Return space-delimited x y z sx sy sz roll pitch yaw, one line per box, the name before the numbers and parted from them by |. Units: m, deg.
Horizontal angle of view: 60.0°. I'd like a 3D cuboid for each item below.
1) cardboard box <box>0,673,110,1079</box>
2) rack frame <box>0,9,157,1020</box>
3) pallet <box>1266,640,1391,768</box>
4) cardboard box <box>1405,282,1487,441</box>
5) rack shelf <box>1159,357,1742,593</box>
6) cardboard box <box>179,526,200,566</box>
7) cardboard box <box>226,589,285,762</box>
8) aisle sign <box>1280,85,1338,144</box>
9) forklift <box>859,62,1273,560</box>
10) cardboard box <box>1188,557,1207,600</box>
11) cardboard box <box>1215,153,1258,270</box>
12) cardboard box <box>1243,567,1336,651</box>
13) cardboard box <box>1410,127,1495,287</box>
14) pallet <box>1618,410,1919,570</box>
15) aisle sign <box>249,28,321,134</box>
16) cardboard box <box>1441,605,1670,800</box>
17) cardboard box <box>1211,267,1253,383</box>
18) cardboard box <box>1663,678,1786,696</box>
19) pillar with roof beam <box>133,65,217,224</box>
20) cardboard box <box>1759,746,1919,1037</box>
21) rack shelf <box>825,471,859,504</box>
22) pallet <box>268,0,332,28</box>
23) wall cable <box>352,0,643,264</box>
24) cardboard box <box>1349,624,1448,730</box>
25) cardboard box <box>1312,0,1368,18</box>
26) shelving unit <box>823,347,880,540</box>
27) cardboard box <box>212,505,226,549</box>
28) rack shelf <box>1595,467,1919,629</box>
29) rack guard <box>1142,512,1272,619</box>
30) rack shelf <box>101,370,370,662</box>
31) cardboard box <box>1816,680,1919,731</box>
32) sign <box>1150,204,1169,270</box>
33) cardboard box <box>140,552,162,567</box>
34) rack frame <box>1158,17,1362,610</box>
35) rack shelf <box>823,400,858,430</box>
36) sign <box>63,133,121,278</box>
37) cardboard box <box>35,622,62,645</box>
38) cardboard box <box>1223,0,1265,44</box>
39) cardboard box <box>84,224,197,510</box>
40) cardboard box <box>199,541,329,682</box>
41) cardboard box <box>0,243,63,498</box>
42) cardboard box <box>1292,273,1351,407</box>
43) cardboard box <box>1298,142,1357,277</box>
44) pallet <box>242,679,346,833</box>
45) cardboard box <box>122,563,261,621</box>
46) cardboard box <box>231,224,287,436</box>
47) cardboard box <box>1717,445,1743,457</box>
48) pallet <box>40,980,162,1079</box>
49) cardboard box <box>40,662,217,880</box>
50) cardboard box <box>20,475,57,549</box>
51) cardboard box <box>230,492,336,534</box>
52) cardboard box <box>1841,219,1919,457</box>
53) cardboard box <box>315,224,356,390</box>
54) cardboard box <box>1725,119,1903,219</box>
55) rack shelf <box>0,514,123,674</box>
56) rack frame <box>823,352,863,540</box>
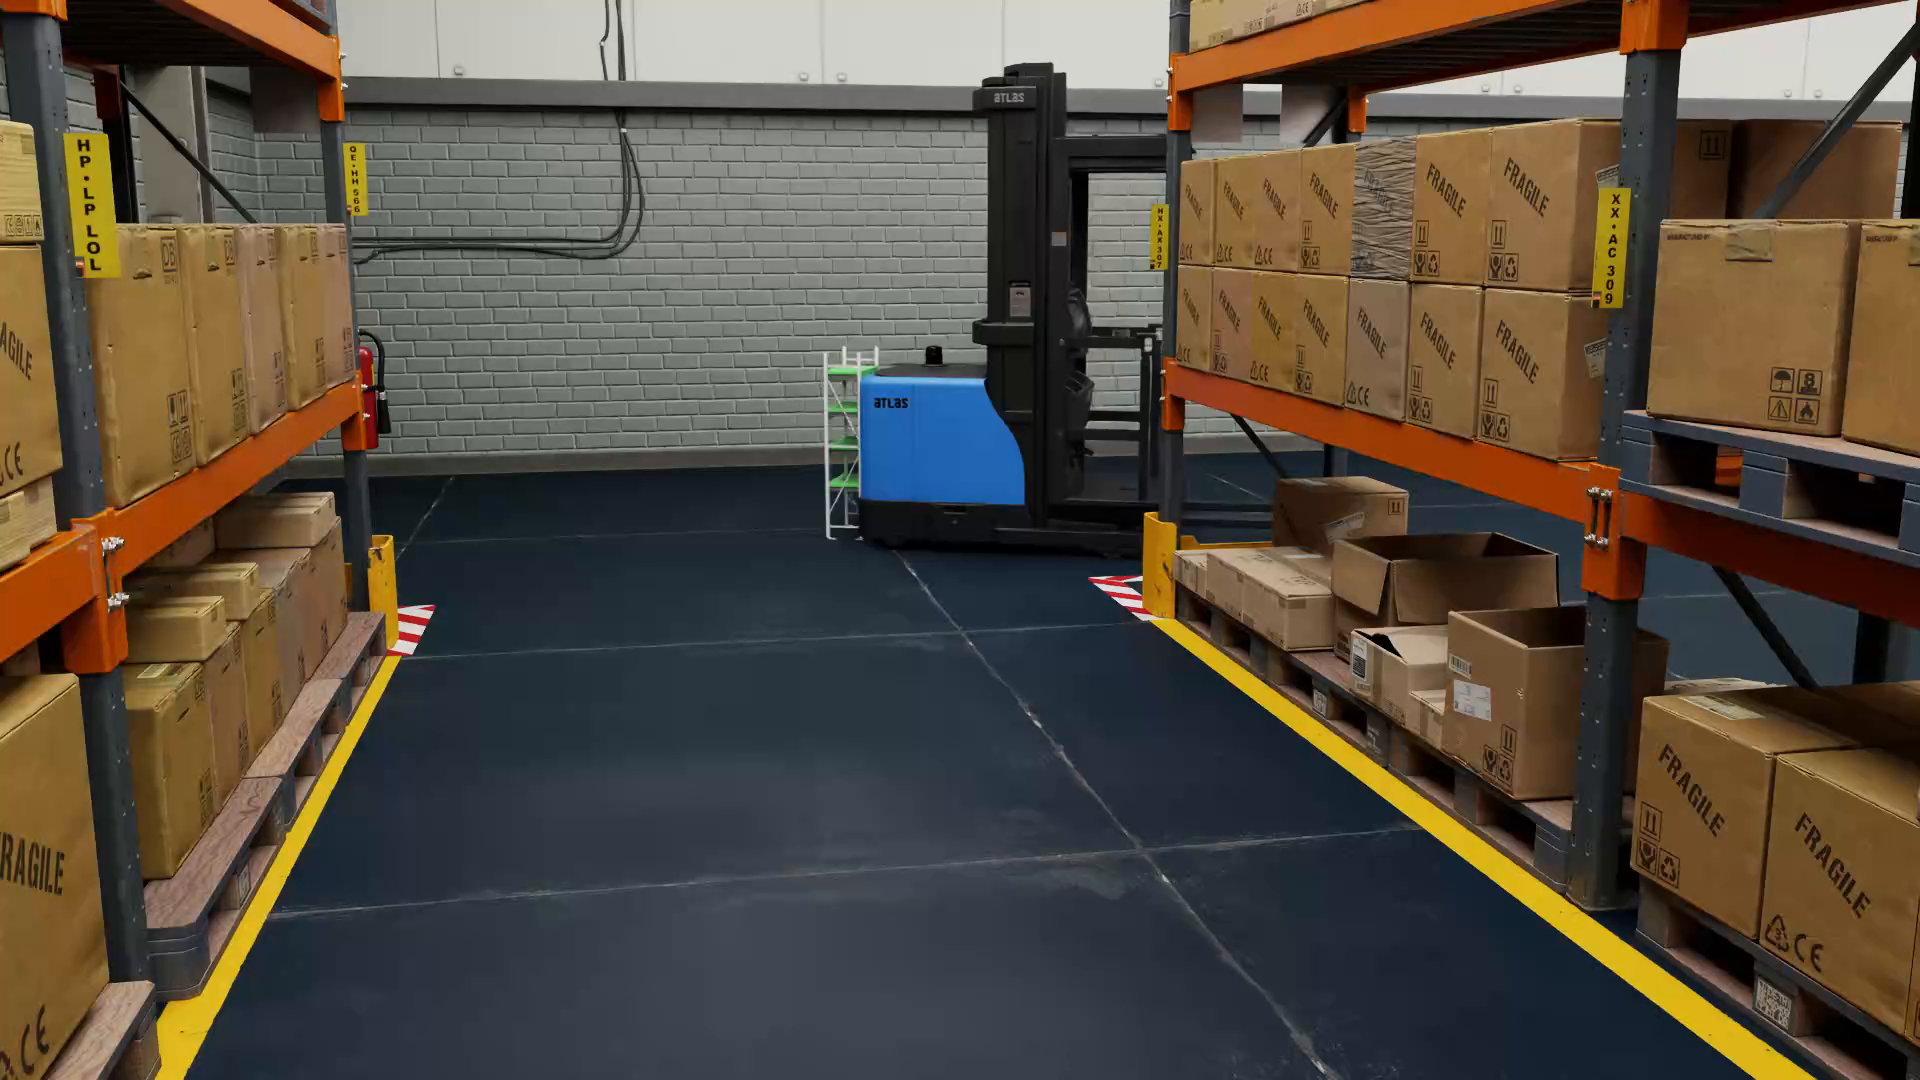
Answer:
cardboard box | -2.279 0.747 3.378 0.750 0.750 0.750 -2 11 -10
rack frame | -2.533 -0.218 3.818 1.000 3.000 0.127 -2 11 -11
pallet | 1.952 0.621 6.869 1.003 0.211 1.213 -2 11 -11
cardboard box | 1.875 -0.625 5.688 0.500 0.500 0.500 -2 11 -9
rack shelf | 1.936 -0.412 6.763 1.077 0.370 4.000 -2 11 -11
cardboard box | -3.099 0.046 6.259 0.380 0.149 0.250 -2 11 -10
cardboard box | -2.770 0.477 5.732 0.700 0.500 0.500 -2 11 -10
aisle sign | 1.835 -2.433 8.504 0.394 0.787 0.004 -2 11 -11
forklift | 0.933 -1.428 10.361 3.031 2.935 1.130 2 11 10
cardboard box | 1.340 0.179 8.136 0.380 0.166 0.250 -2 11 -11
cardboard box | 1.484 -1.486 7.539 0.500 0.500 0.500 -2 11 -10
cardboard box | 1.570 0.296 7.297 0.500 0.250 0.500 -2 11 -11
cardboard box | 1.871 -1.116 5.596 0.500 0.500 0.500 -2 11 -12
pallet | 2.374 -0.154 3.995 1.003 0.211 1.213 -2 11 -11
aisle sign | -3.031 -2.253 7.556 0.394 0.787 0.004 -2 11 -11
cardboard box | 1.936 0.519 5.455 0.500 0.500 0.500 -2 11 -11
cardboard box | 1.481 -0.996 7.639 0.500 0.500 0.500 -2 11 -12
cardboard box | 2.456 0.621 5.424 0.500 0.311 0.500 -2 11 -11
pillar with roof beam | -0.462 -4.519 10.370 9.100 9.000 0.400 -2 11 -11
cardboard box | 2.295 0.808 3.936 0.500 0.500 0.500 -2 11 -10
rack shelf | -0.699 -0.339 10.894 0.258 0.148 0.480 2 11 10
pallet | -3.156 -2.246 6.687 1.003 0.211 1.213 -2 11 -11
wall cable | -4.060 -3.423 12.920 3.097 2.526 0.112 -2 11 -11
cardboard box | 1.791 0.474 6.196 0.500 0.311 0.500 -2 11 -11
cardboard box | 1.685 -2.153 6.366 0.500 0.250 0.500 -2 11 -11
shelving unit | -0.700 -0.638 10.837 0.258 1.200 0.503 2 11 10
cardboard box | -3.198 -0.046 6.745 0.380 0.149 0.250 -2 11 -11
rack shelf | 2.714 0.322 2.908 1.077 0.370 4.000 -2 11 -11
rack guard | 1.562 0.110 8.783 1.175 0.500 0.348 -2 11 -11
rack shelf | -2.922 -0.231 5.812 1.077 0.370 4.000 -2 11 -11
cardboard box | 2.703 0.693 4.540 0.500 0.500 0.500 -2 11 -11
sign | 1.015 -1.538 8.438 0.100 0.325 0.005 -2 11 -11
cardboard box | -3.000 0.140 5.768 0.380 0.149 0.250 -2 11 -12
rack frame | 1.547 -1.132 8.622 1.000 3.000 0.127 -2 11 -11
rack shelf | -0.700 -0.811 10.805 0.258 0.148 0.480 2 11 10
sign | -2.002 -0.769 3.830 0.100 0.325 0.005 -2 11 -11
cardboard box | -2.901 0.233 5.276 0.380 0.149 0.250 -2 11 -13
cardboard box | 1.483 -2.336 7.328 0.500 0.250 0.500 -2 11 -11
cardboard box | -2.622 -0.465 4.316 0.980 0.700 0.700 -2 11 -10
cardboard box | -2.979 0.287 6.729 0.700 0.500 0.500 -2 11 -11
cardboard box | -2.196 -0.347 3.382 0.500 0.500 0.500 -2 11 -12
cardboard box | 1.671 -0.812 6.673 0.500 0.500 0.500 -2 11 -10
cardboard box | 1.676 -1.301 6.567 0.500 0.500 0.500 -2 11 -12
pallet | -2.845 0.786 6.004 1.003 0.211 1.213 -2 11 -11
cardboard box | -2.567 0.179 5.560 0.380 0.149 0.250 -2 11 -13
cardboard box | -2.910 -0.732 5.719 0.980 0.700 0.700 -3 11 -14
cardboard box | 2.494 -0.551 5.302 0.500 0.500 0.500 -2 11 -10
pallet | -2.309 1.291 3.350 1.003 0.211 1.213 -2 11 -11
cardboard box | -2.578 0.663 4.753 0.700 0.500 0.500 -2 11 -10
cardboard box | -2.189 -0.052 3.568 0.380 0.149 0.250 -2 11 -10
cardboard box | -2.873 -0.107 7.062 0.380 0.149 0.250 -2 11 -12
cardboard box | 2.394 -0.435 3.570 0.700 0.500 0.500 0 11 -2
cardboard box | -3.202 -1.006 7.155 0.980 0.700 0.700 -2 11 -8
cardboard box | 2.510 -1.035 5.173 0.500 0.500 0.500 -2 11 -10
rack shelf | -2.144 0.502 1.958 1.077 0.370 4.000 -2 11 -11
rack frame | -0.744 -0.593 10.602 0.240 1.200 0.015 2 11 10
